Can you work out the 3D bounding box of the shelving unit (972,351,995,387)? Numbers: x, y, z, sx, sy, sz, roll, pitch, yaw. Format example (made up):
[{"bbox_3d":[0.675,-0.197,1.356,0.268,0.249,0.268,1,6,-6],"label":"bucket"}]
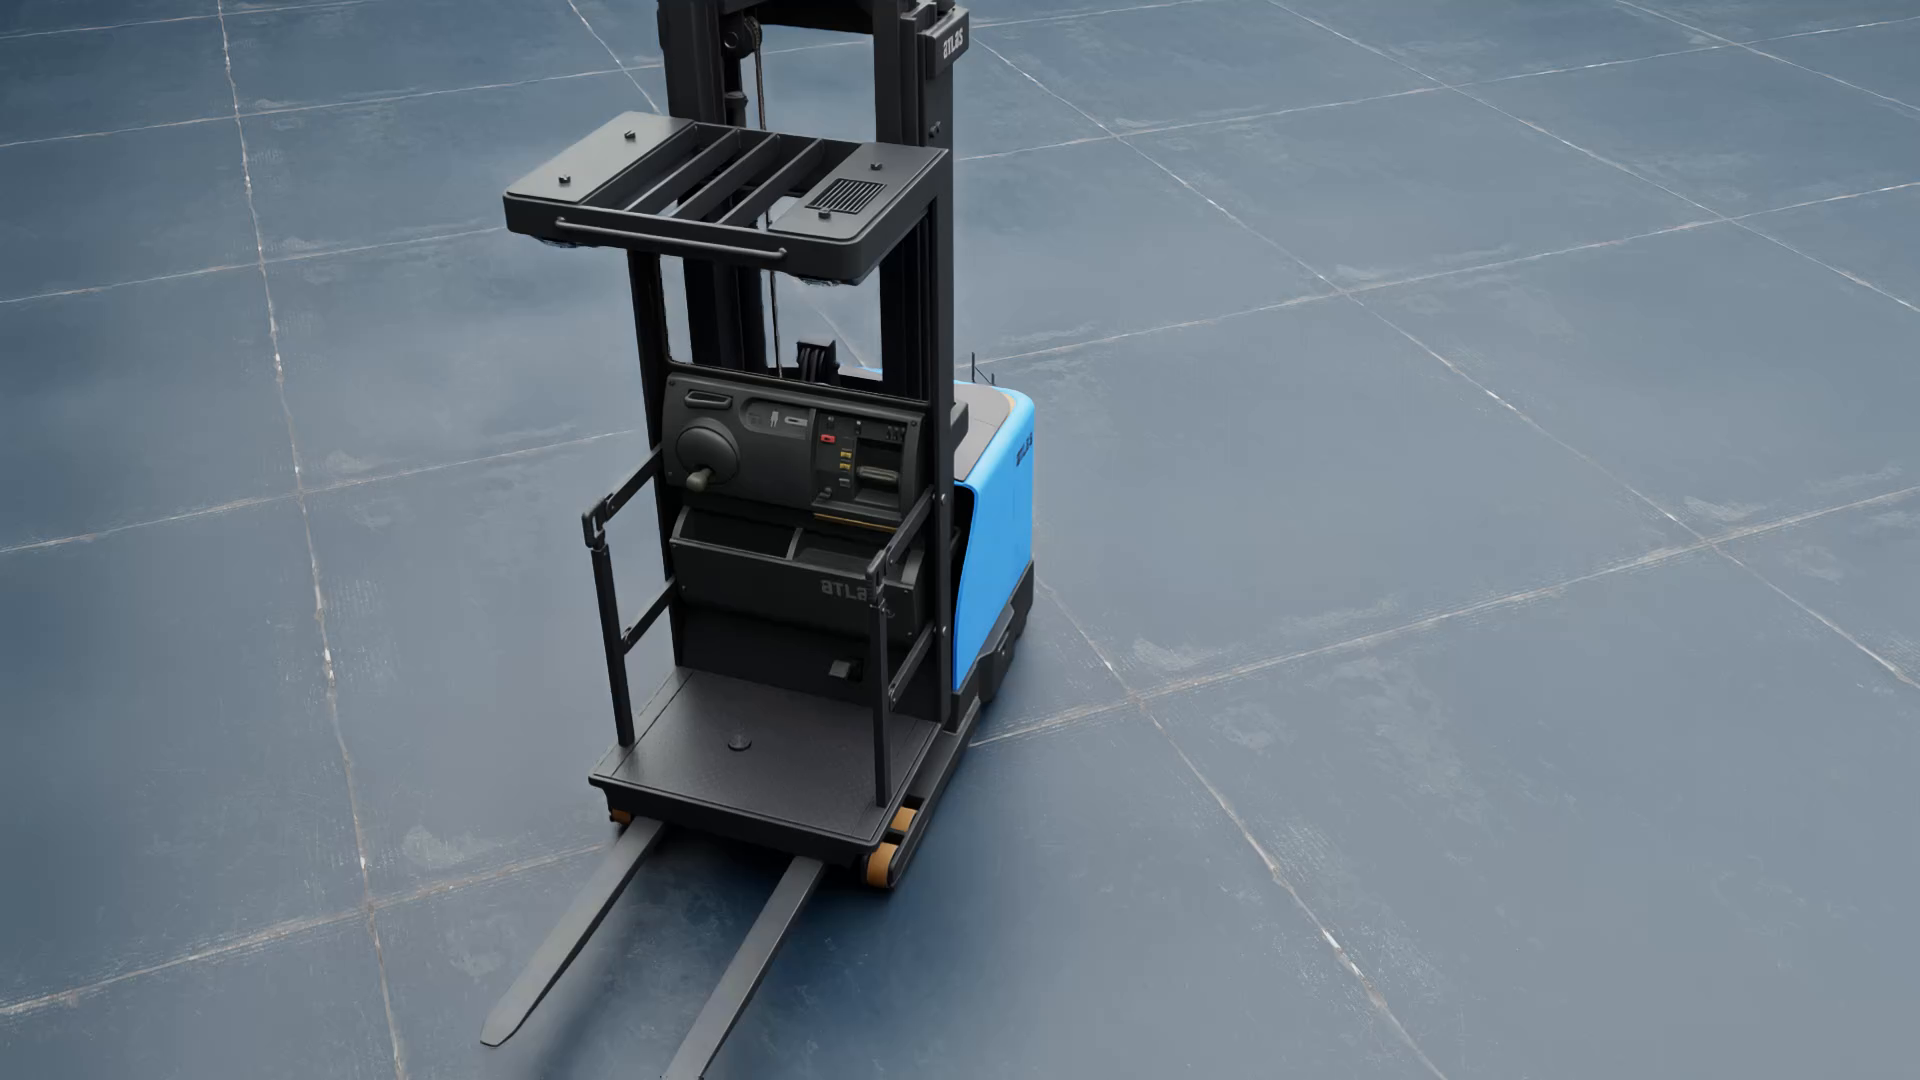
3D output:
[{"bbox_3d":[0.007,-0.379,7.507,0.210,0.900,0.258,-13,35,-19],"label":"shelving unit"}]

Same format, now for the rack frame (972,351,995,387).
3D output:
[{"bbox_3d":[0.101,-0.400,7.540,0.006,0.900,0.240,-13,35,-19],"label":"rack frame"}]

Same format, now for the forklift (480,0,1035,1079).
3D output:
[{"bbox_3d":[-0.644,-0.250,5.447,1.130,2.935,3.031,11,35,16],"label":"forklift"}]
